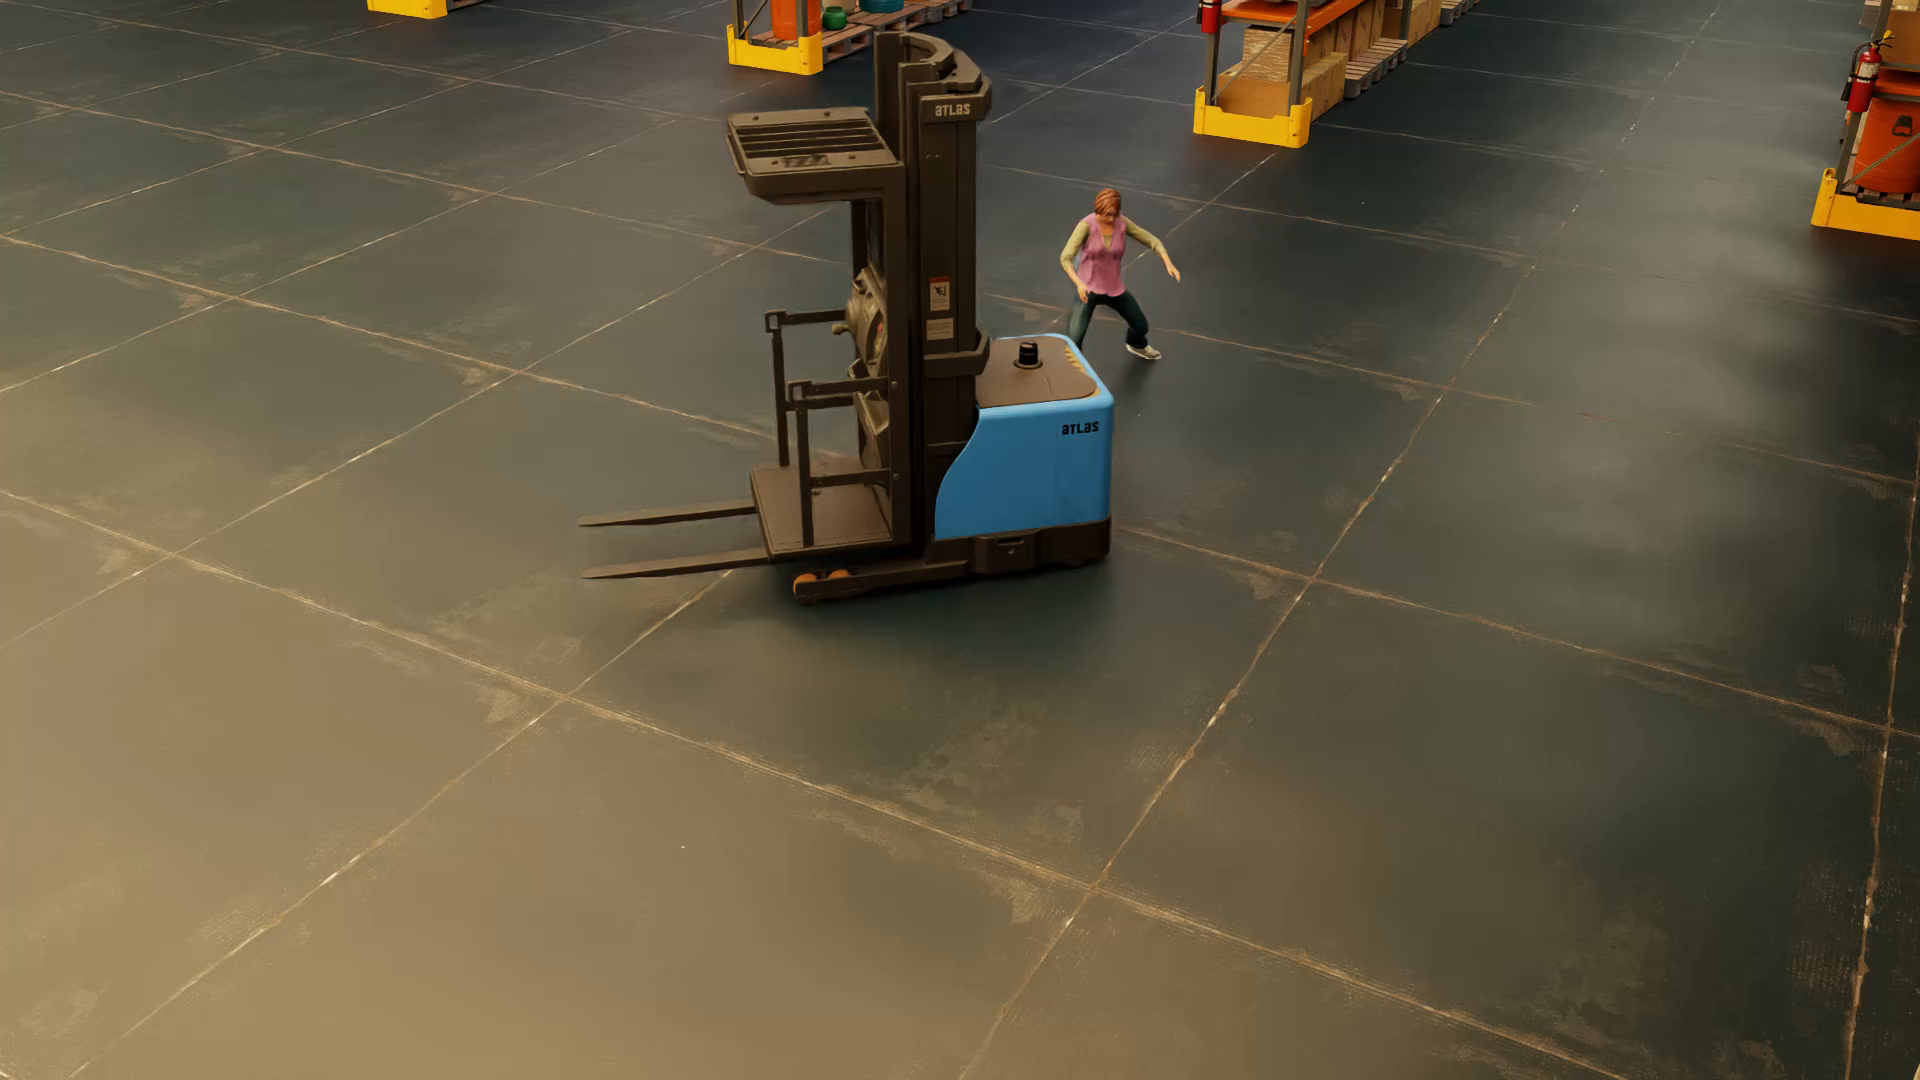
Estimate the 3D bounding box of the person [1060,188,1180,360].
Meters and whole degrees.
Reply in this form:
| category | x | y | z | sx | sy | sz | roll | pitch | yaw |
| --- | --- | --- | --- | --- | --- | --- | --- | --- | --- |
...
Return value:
| category | x | y | z | sx | sy | sz | roll | pitch | yaw |
| --- | --- | --- | --- | --- | --- | --- | --- | --- | --- |
| person | 1.073 | -1.740 | 11.632 | 1.020 | 1.412 | 0.891 | -7 | 31 | -12 |

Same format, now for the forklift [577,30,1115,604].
| category | x | y | z | sx | sy | sz | roll | pitch | yaw |
| --- | --- | --- | --- | --- | --- | --- | --- | --- | --- |
| forklift | -0.695 | -1.200 | 9.150 | 3.031 | 2.935 | 1.130 | -7 | 31 | -11 |
